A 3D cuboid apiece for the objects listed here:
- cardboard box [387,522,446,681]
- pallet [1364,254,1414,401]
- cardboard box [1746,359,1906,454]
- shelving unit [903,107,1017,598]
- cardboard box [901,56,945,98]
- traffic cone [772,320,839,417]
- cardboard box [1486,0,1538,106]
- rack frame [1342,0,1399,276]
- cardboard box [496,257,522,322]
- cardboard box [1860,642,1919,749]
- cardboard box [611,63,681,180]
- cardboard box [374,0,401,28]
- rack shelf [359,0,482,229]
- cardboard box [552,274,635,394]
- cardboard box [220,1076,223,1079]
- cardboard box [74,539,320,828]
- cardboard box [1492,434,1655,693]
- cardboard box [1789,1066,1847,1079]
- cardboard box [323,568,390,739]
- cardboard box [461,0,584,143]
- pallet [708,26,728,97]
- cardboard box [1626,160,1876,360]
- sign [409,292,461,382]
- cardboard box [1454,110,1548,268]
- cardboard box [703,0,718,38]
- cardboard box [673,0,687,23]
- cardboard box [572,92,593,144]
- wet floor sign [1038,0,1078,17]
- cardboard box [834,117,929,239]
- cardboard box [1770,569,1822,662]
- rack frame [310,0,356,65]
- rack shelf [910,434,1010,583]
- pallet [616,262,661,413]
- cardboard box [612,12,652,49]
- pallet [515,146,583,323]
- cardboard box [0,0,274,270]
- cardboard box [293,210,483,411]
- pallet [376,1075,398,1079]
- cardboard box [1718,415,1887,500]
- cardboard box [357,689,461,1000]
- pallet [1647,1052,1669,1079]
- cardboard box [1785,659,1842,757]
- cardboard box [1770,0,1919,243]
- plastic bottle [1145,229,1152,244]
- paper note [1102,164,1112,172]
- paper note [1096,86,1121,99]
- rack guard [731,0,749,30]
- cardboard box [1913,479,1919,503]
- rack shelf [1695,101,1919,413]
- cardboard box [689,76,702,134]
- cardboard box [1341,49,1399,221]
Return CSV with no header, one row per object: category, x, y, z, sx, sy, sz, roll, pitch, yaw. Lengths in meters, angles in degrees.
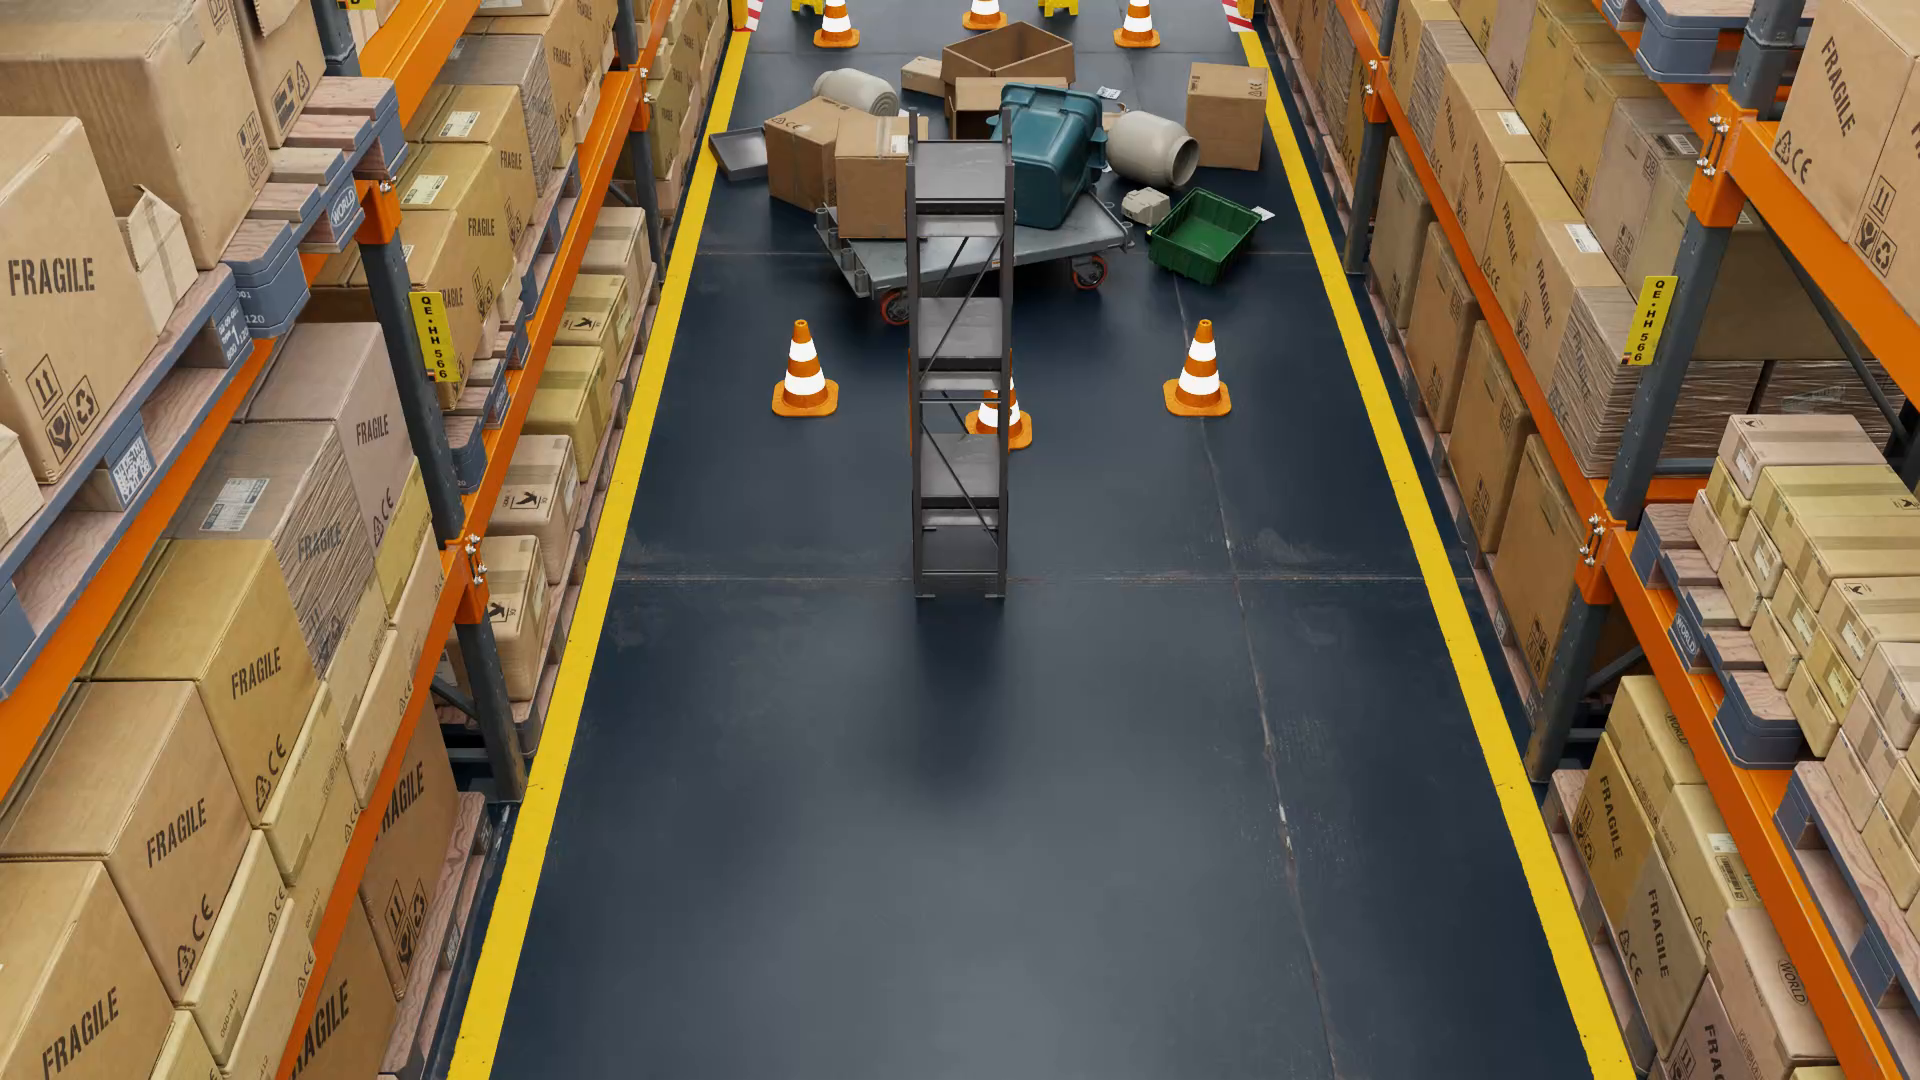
cardboard box,-1.942,0.195,5.228,0.500,0.250,0.500,-1,39,-2
pallet,2.820,-1.178,9.051,1.003,0.211,1.213,0,39,0
cardboard box,3.017,-0.567,5.979,0.500,0.500,0.500,0,39,0
shelving unit,0.000,-0.716,6.964,0.431,2.100,0.503,0,39,0
cardboard box,-0.190,-3.253,11.690,0.380,0.149,0.250,20,43,23
traffic cone,-0.805,-0.917,8.524,0.336,0.463,0.334,0,39,0
cardboard box,2.753,-2.229,7.254,0.700,0.500,0.500,0,39,0
rack frame,2.743,-2.748,8.781,1.000,3.000,0.127,0,39,0
cardboard box,-1.917,-0.969,6.426,0.380,0.149,0.250,0,39,0
cardboard box,2.556,0.401,4.241,0.380,0.149,0.250,2,39,2
cardboard box,-1.937,-2.434,9.652,0.500,0.500,0.500,2,39,2
cardboard box,-2.193,-1.982,5.346,0.700,0.500,0.500,0,39,0
rack shelf,-2.204,-2.320,6.424,1.077,0.370,4.000,0,39,0
cardboard box,-2.199,-1.042,8.417,0.950,0.372,0.625,2,39,3
cardboard box,-1.921,1.460,3.649,0.500,0.250,0.500,0,39,0
cardboard box,-1.937,0.345,4.041,0.500,0.500,0.500,0,39,0
cardboard box,2.837,0.086,6.707,1.050,0.750,0.750,-1,39,-1
cardboard box,2.497,1.656,4.348,0.500,0.250,0.500,-2,39,-2
cardboard box,-1.943,0.307,4.689,0.500,0.250,0.500,-1,39,-1
cardboard box,-1.980,-2.079,7.292,0.500,0.500,0.500,1,39,1
pallet,-2.245,-3.539,11.997,1.003,0.211,1.213,0,39,0
cardboard box,2.757,-0.957,5.666,0.700,0.500,0.500,0,39,0
sign,-1.647,-0.634,5.217,0.100,0.325,0.005,0,39,0
cardboard box,2.475,-1.512,7.158,0.500,0.500,0.500,1,39,1
cardboard box,-1.945,-3.739,11.281,0.500,0.500,0.500,1,39,2
cardboard box,-1.883,-3.255,10.158,0.380,0.149,0.250,2,39,3
cardboard box,-1.907,-1.940,7.638,0.380,0.149,0.250,0,39,0
wet floor sign,0.759,-4.348,12.659,0.267,0.644,0.232,-6,39,-8
cardboard box,-0.427,-2.021,9.267,0.500,0.500,0.500,0,39,0
cardboard box,2.554,0.210,4.716,0.380,0.149,0.250,-1,39,-1
rack frame,-2.202,-2.521,3.700,1.000,3.000,0.127,0,39,0
rack shelf,0.000,-0.159,7.410,0.431,0.518,0.480,0,39,0
pallet,-2.204,-1.106,8.962,1.003,0.211,1.213,0,39,0
cardboard box,-1.886,-2.781,9.022,0.380,0.149,0.250,0,39,0
pallet,-2.245,-1.343,7.181,1.003,0.211,1.213,0,39,0
cardboard box,-2.011,-0.934,3.703,0.700,0.500,0.500,-2,39,-2
cardboard box,-1.971,-0.781,5.672,0.500,0.500,0.500,-1,39,-1
pallet,-2.278,2.162,4.883,1.003,0.211,1.213,0,39,0
cardboard box,2.555,-0.253,5.056,0.380,0.149,0.250,0,39,0
cardboard box,-2.284,0.917,5.570,0.875,0.875,0.875,0,39,0
pallet,2.746,2.091,4.972,1.003,0.211,1.213,0,39,0
cardboard box,2.549,0.473,4.627,0.380,0.149,0.250,2,39,2
cardboard box,2.483,-1.099,4.244,0.500,0.500,0.500,0,39,0
plastic bottle,1.234,-1.773,9.914,0.133,0.061,0.283,-20,43,-23
paper note,0.912,-2.434,10.770,0.172,0.023,0.155,13,40,15
paper note,1.043,-3.135,11.638,0.144,0.017,0.142,13,40,15
rack guard,-2.211,-4.160,12.541,1.175,0.500,0.348,0,39,0
cardboard box,3.204,-0.120,5.128,0.380,0.149,0.250,1,39,1
rack shelf,2.750,0.114,3.386,1.077,0.370,4.000,0,39,0
cardboard box,-1.952,-2.807,10.717,0.500,0.250,0.500,-1,39,-1
cardboard box,2.813,-2.476,9.805,0.875,0.875,0.875,1,39,1
